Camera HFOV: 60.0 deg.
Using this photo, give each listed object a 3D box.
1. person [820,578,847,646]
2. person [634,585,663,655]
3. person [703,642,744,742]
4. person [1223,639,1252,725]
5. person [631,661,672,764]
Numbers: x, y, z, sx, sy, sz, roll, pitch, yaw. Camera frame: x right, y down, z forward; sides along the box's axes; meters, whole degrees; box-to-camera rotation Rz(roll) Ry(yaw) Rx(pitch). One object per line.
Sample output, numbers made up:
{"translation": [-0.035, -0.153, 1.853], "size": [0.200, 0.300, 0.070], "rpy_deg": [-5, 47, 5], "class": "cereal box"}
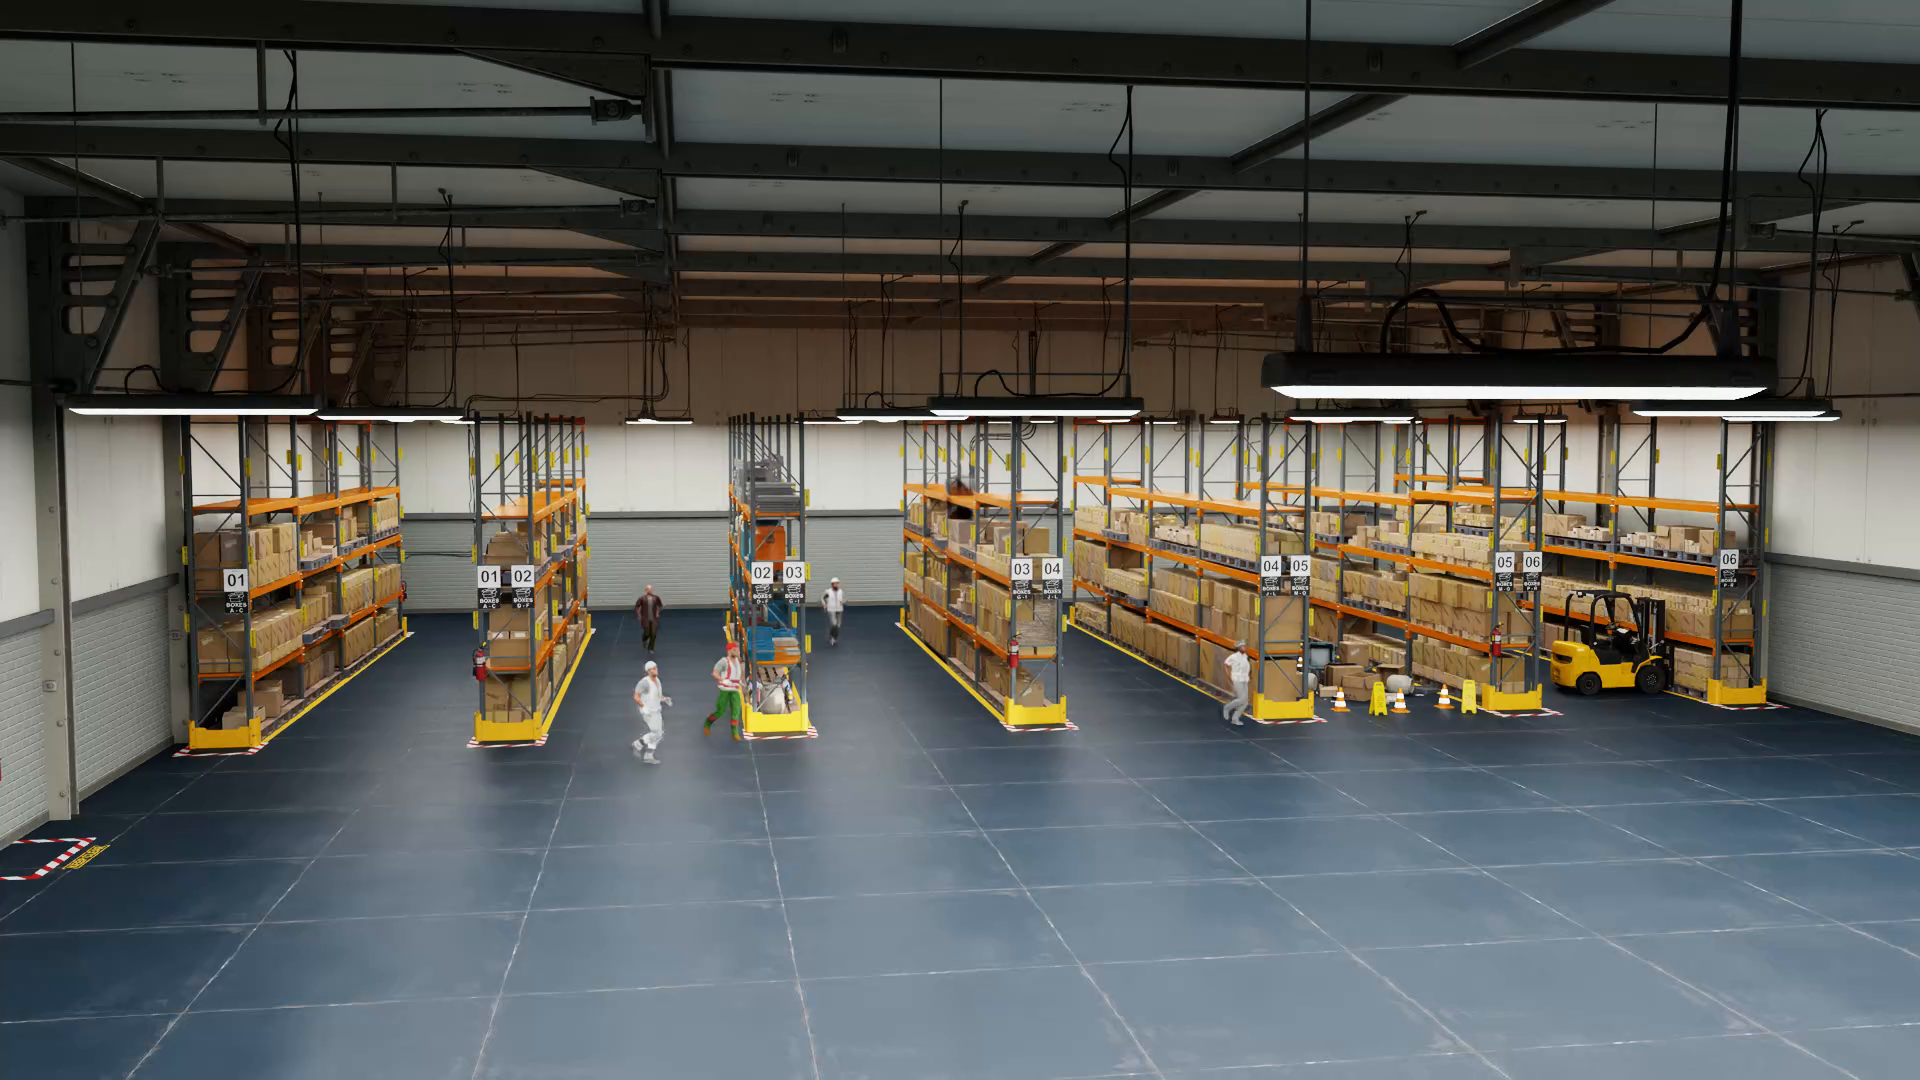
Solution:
{"translation": [-3.279, 1.879, 43.592], "size": [0.628, 1.780, 0.702], "rpy_deg": [-2, 4, -24], "class": "person"}
{"translation": [-7.848, 2.010, 42.024], "size": [0.709, 1.737, 0.640], "rpy_deg": [-1, 4, -21], "class": "person"}
{"translation": [-4.197, 2.755, 30.442], "size": [0.985, 1.755, 0.717], "rpy_deg": [4, 5, 44], "class": "person"}
{"translation": [5.401, 2.729, 32.054], "size": [0.514, 1.638, 0.626], "rpy_deg": [4, 5, 44], "class": "person"}
{"translation": [-5.242, 2.928, 28.300], "size": [0.628, 1.751, 0.643], "rpy_deg": [1, 4, 17], "class": "person"}
